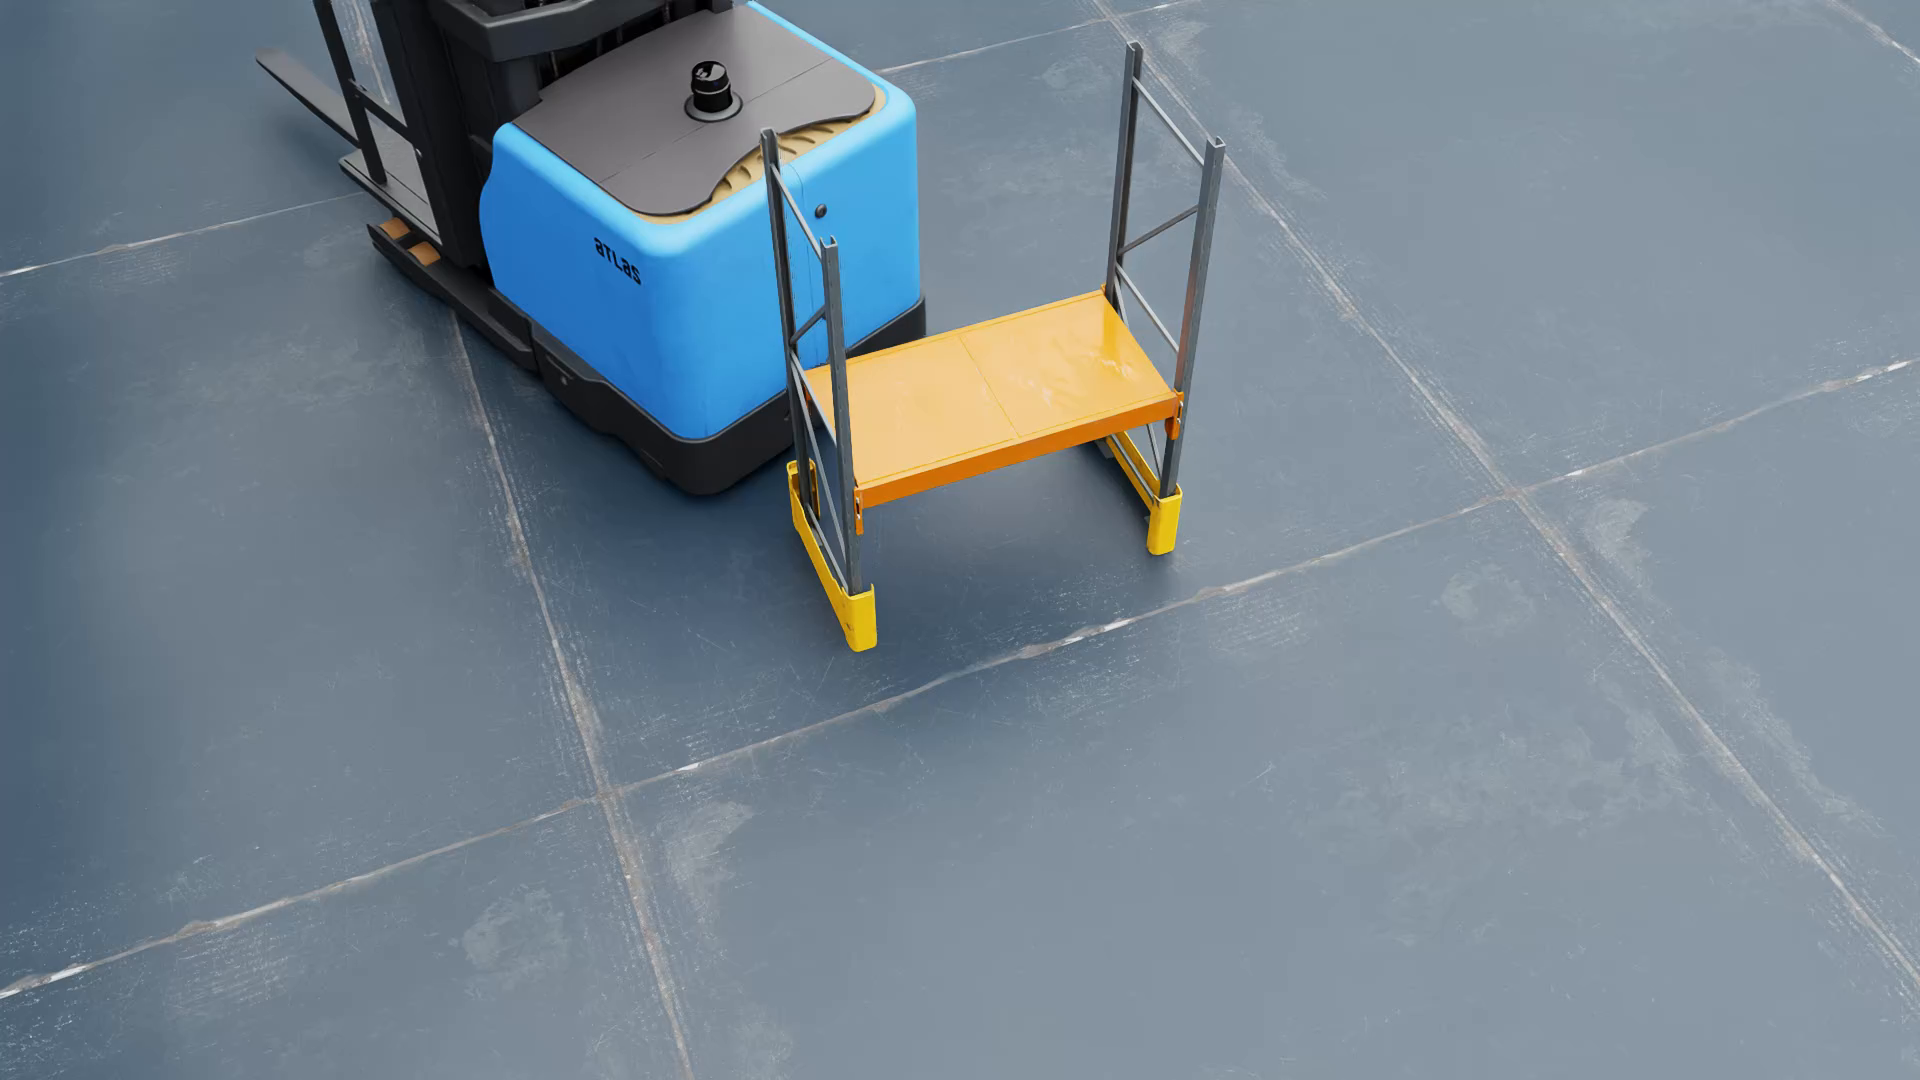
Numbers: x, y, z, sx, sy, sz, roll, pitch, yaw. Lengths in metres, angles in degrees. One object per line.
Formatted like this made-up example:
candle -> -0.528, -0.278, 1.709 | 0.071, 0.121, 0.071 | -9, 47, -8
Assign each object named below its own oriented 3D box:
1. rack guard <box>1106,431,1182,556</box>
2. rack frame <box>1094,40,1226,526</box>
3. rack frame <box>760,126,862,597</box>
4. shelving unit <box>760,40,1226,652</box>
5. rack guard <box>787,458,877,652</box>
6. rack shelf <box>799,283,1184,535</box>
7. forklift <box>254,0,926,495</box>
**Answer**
rack guard -> 0.532, -0.246, 5.297 | 0.087, 0.250, 0.587 | -17, 52, -14
rack frame -> 0.550, -0.659, 4.827 | 0.032, 1.500, 0.500 | -17, 52, -14
rack frame -> -0.392, -0.367, 4.577 | 0.032, 1.500, 0.500 | -17, 52, -14
shelving unit -> 0.071, -0.510, 4.700 | 1.083, 1.500, 0.587 | -17, 52, -14
rack guard -> -0.390, 0.040, 5.051 | 0.087, 0.250, 0.587 | -17, 52, -14
rack shelf -> 0.079, -0.396, 4.838 | 1.000, 0.185, 0.538 | -17, 52, -14
forklift -> -1.510, -2.113, 5.132 | 1.130, 2.935, 3.031 | -37, 59, -27
